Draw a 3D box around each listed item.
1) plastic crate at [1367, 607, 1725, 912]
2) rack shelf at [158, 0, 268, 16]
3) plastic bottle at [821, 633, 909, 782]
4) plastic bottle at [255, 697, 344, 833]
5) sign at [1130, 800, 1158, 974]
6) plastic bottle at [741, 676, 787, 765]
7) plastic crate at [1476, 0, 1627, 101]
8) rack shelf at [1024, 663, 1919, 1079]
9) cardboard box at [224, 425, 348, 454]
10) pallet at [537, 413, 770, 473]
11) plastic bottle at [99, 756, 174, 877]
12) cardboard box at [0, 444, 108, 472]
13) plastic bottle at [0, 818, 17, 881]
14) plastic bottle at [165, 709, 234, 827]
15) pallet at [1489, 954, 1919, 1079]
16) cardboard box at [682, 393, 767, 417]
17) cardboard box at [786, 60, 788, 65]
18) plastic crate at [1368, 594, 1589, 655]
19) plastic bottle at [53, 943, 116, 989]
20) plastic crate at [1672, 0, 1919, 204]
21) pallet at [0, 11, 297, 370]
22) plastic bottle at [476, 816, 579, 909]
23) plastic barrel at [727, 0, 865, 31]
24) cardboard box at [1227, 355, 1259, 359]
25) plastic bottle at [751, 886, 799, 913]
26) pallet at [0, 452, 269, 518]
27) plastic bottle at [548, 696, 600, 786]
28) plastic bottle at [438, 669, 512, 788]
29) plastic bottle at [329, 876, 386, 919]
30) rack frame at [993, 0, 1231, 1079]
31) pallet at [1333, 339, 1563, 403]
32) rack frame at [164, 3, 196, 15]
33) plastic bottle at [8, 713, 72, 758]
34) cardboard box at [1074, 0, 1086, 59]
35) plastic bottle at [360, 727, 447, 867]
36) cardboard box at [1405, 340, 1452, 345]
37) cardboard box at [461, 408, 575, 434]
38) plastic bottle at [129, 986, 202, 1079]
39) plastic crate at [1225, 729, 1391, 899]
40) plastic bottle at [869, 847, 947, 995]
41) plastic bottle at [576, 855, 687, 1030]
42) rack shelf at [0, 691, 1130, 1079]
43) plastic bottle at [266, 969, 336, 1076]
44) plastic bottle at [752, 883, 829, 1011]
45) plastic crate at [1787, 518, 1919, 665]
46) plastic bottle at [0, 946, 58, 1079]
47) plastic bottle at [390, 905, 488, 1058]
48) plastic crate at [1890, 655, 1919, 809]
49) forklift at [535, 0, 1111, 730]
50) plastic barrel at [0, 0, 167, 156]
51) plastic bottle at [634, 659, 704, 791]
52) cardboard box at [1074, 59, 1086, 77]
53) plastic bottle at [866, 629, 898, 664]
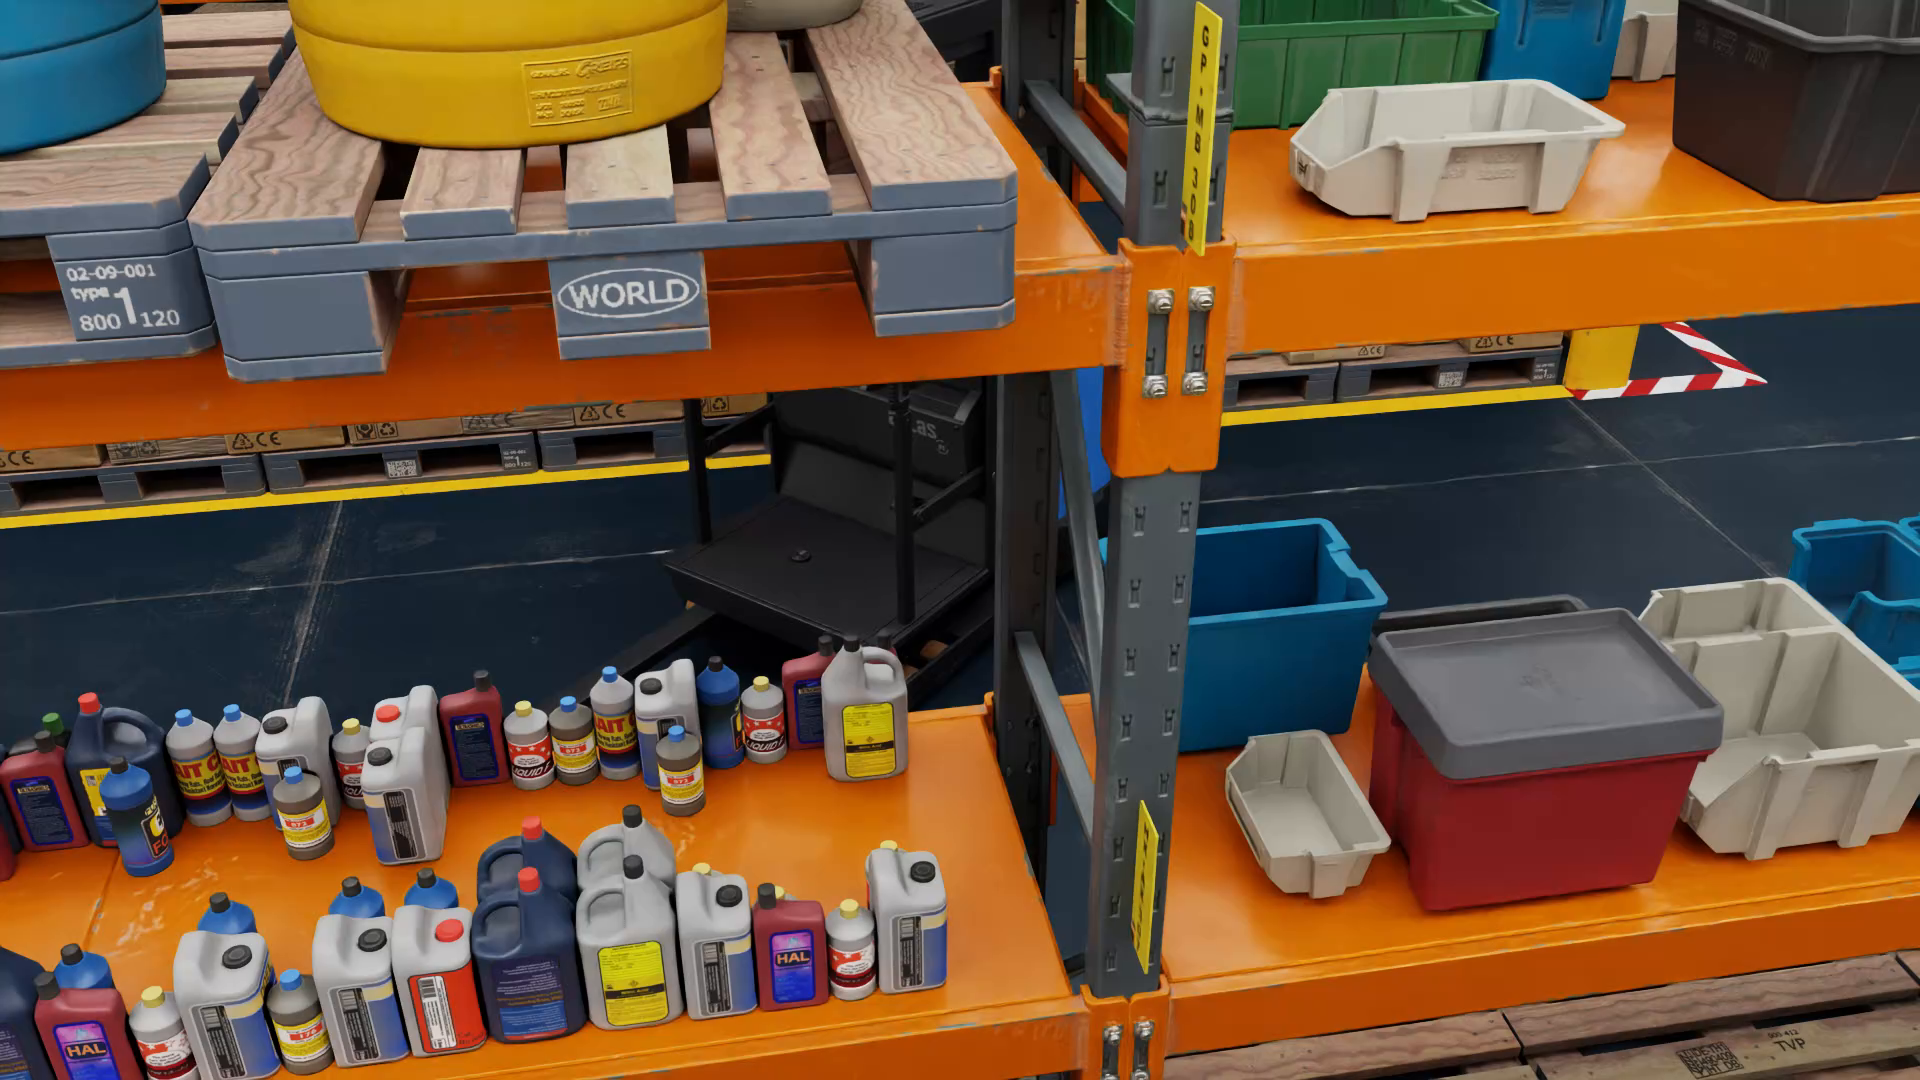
[{"bbox_3d":[1.154,0.455,3.394,0.583,0.464,0.402,-5,31,-9],"label":"plastic crate"},{"bbox_3d":[-3.521,-3.981,11.771,4.000,0.370,1.077,-5,31,-9],"label":"rack shelf"},{"bbox_3d":[-0.214,0.361,3.726,0.185,0.351,0.144,-5,31,-9],"label":"plastic bottle"},{"bbox_3d":[-1.433,0.477,3.602,0.135,0.276,0.152,-5,31,-9],"label":"plastic bottle"},{"bbox_3d":[0.328,0.620,2.962,0.005,0.325,0.100,-5,31,-9],"label":"sign"},{"bbox_3d":[-0.449,0.404,3.800,0.097,0.201,0.097,0,30,0],"label":"plastic bottle"},{"bbox_3d":[1.068,-0.998,3.193,0.300,0.233,0.416,-5,31,-9],"label":"plastic crate"},{"bbox_3d":[2.198,0.593,3.992,4.000,0.370,1.077,-5,31,-9],"label":"rack shelf"},{"bbox_3d":[-3.085,-0.745,7.589,0.500,0.500,0.500,-6,31,-10],"label":"cardboard box"},{"bbox_3d":[-1.451,-0.709,8.248,1.213,0.211,1.003,-5,31,-9],"label":"pallet"},{"bbox_3d":[-1.717,0.565,3.456,0.097,0.271,0.097,0,30,0],"label":"plastic bottle"},{"bbox_3d":[-4.094,-0.651,7.429,0.500,0.500,0.500,-4,31,-7],"label":"cardboard box"},{"bbox_3d":[-2.051,0.582,3.416,0.133,0.283,0.061,-5,31,-9],"label":"plastic bottle"},{"bbox_3d":[-1.647,0.485,3.593,0.097,0.271,0.097,0,30,0],"label":"plastic bottle"},{"bbox_3d":[2.149,1.468,4.545,1.213,0.211,1.003,-5,31,-9],"label":"pallet"},{"bbox_3d":[-1.092,-0.929,7.902,0.500,0.500,0.500,-5,31,-9],"label":"cardboard box"},{"bbox_3d":[-1.164,-2.297,7.684,0.500,0.500,0.700,-16,34,-25],"label":"cardboard box"},{"bbox_3d":[1.283,0.322,3.955,0.590,0.125,0.437,-5,31,-9],"label":"plastic crate"},{"bbox_3d":[-1.566,0.837,2.994,0.097,0.271,0.097,0,30,0],"label":"plastic bottle"},{"bbox_3d":[1.502,-0.748,2.732,0.590,0.269,0.497,-5,31,-9],"label":"plastic crate"},{"bbox_3d":[-1.638,-0.521,2.404,1.213,0.211,1.003,-5,31,-9],"label":"pallet"},{"bbox_3d":[-0.823,0.679,3.185,0.185,0.351,0.144,-5,31,-9],"label":"plastic bottle"},{"bbox_3d":[-0.333,-1.144,2.729,0.433,0.535,0.433,0,30,0],"label":"plastic barrel"},{"bbox_3d":[1.189,-1.292,8.517,0.637,0.503,0.797,-5,31,-9],"label":"cardboard box"},{"bbox_3d":[-0.350,0.754,3.204,0.097,0.201,0.097,0,30,0],"label":"plastic bottle"},{"bbox_3d":[-3.852,-0.487,7.870,1.213,0.211,1.003,-5,31,-9],"label":"pallet"},{"bbox_3d":[-0.868,0.443,3.734,0.097,0.201,0.097,0,30,0],"label":"plastic bottle"},{"bbox_3d":[-1.081,0.417,3.696,0.133,0.283,0.061,-5,31,-9],"label":"plastic bottle"},{"bbox_3d":[-1.128,0.749,3.144,0.097,0.271,0.097,0,30,0],"label":"plastic bottle"},{"bbox_3d":[0.230,0.465,3.499,0.127,3.000,1.000,-5,31,-9],"label":"rack frame"},{"bbox_3d":[2.418,-1.087,8.891,1.213,0.211,1.003,-5,31,-9],"label":"pallet"},{"bbox_3d":[-5.489,-4.109,11.279,0.127,3.000,1.000,-5,31,-9],"label":"rack frame"},{"bbox_3d":[-1.946,0.498,3.559,0.133,0.283,0.061,-5,31,-9],"label":"plastic bottle"},{"bbox_3d":[0.363,-2.429,7.336,0.500,0.500,0.500,-6,31,-10],"label":"cardboard box"},{"bbox_3d":[-1.177,0.531,3.509,0.135,0.276,0.152,-5,31,-9],"label":"plastic bottle"},{"bbox_3d":[2.371,-1.174,8.648,0.250,0.166,0.380,-5,31,-9],"label":"cardboard box"},{"bbox_3d":[-2.073,-0.842,7.755,0.500,0.500,0.500,-5,31,-8],"label":"cardboard box"},{"bbox_3d":[-1.424,0.885,2.981,0.097,0.201,0.097,0,30,0],"label":"plastic bottle"},{"bbox_3d":[0.714,0.582,3.502,0.243,0.136,0.396,-5,31,-9],"label":"plastic crate"},{"bbox_3d":[-0.099,0.716,3.195,0.135,0.276,0.152,-5,31,-9],"label":"plastic bottle"},{"bbox_3d":[-0.615,0.734,3.092,0.185,0.351,0.144,-5,31,-9],"label":"plastic bottle"},{"bbox_3d":[-1.737,0.958,3.371,4.000,0.370,1.077,-5,31,-9],"label":"rack shelf"},{"bbox_3d":[-1.196,0.864,3.017,0.097,0.201,0.097,0,30,0],"label":"plastic bottle"},{"bbox_3d":[-0.318,0.757,3.119,0.133,0.283,0.061,-5,31,-9],"label":"plastic bottle"},{"bbox_3d":[2.272,0.152,4.137,0.300,0.233,0.416,-5,31,-9],"label":"plastic crate"},{"bbox_3d":[-1.698,0.834,2.921,0.185,0.351,0.144,-5,31,-9],"label":"plastic bottle"},{"bbox_3d":[-0.955,0.795,3.060,0.135,0.276,0.152,-5,31,-9],"label":"plastic bottle"},{"bbox_3d":[2.191,0.462,3.611,0.300,0.233,0.416,-5,31,-9],"label":"plastic crate"},{"bbox_3d":[-0.448,-0.912,5.910,1.130,2.935,3.031,20,36,30],"label":"forklift"},{"bbox_3d":[-1.421,-0.993,2.111,0.708,0.901,0.600,-5,31,-9],"label":"plastic barrel"},{"bbox_3d":[-0.654,0.405,3.725,0.135,0.276,0.152,-5,31,-9],"label":"plastic bottle"},{"bbox_3d":[0.395,-2.007,7.605,0.500,0.500,0.500,-5,31,-8],"label":"cardboard box"},{"bbox_3d":[-0.207,0.336,3.834,0.133,0.283,0.061,-5,31,-9],"label":"plastic bottle"}]
